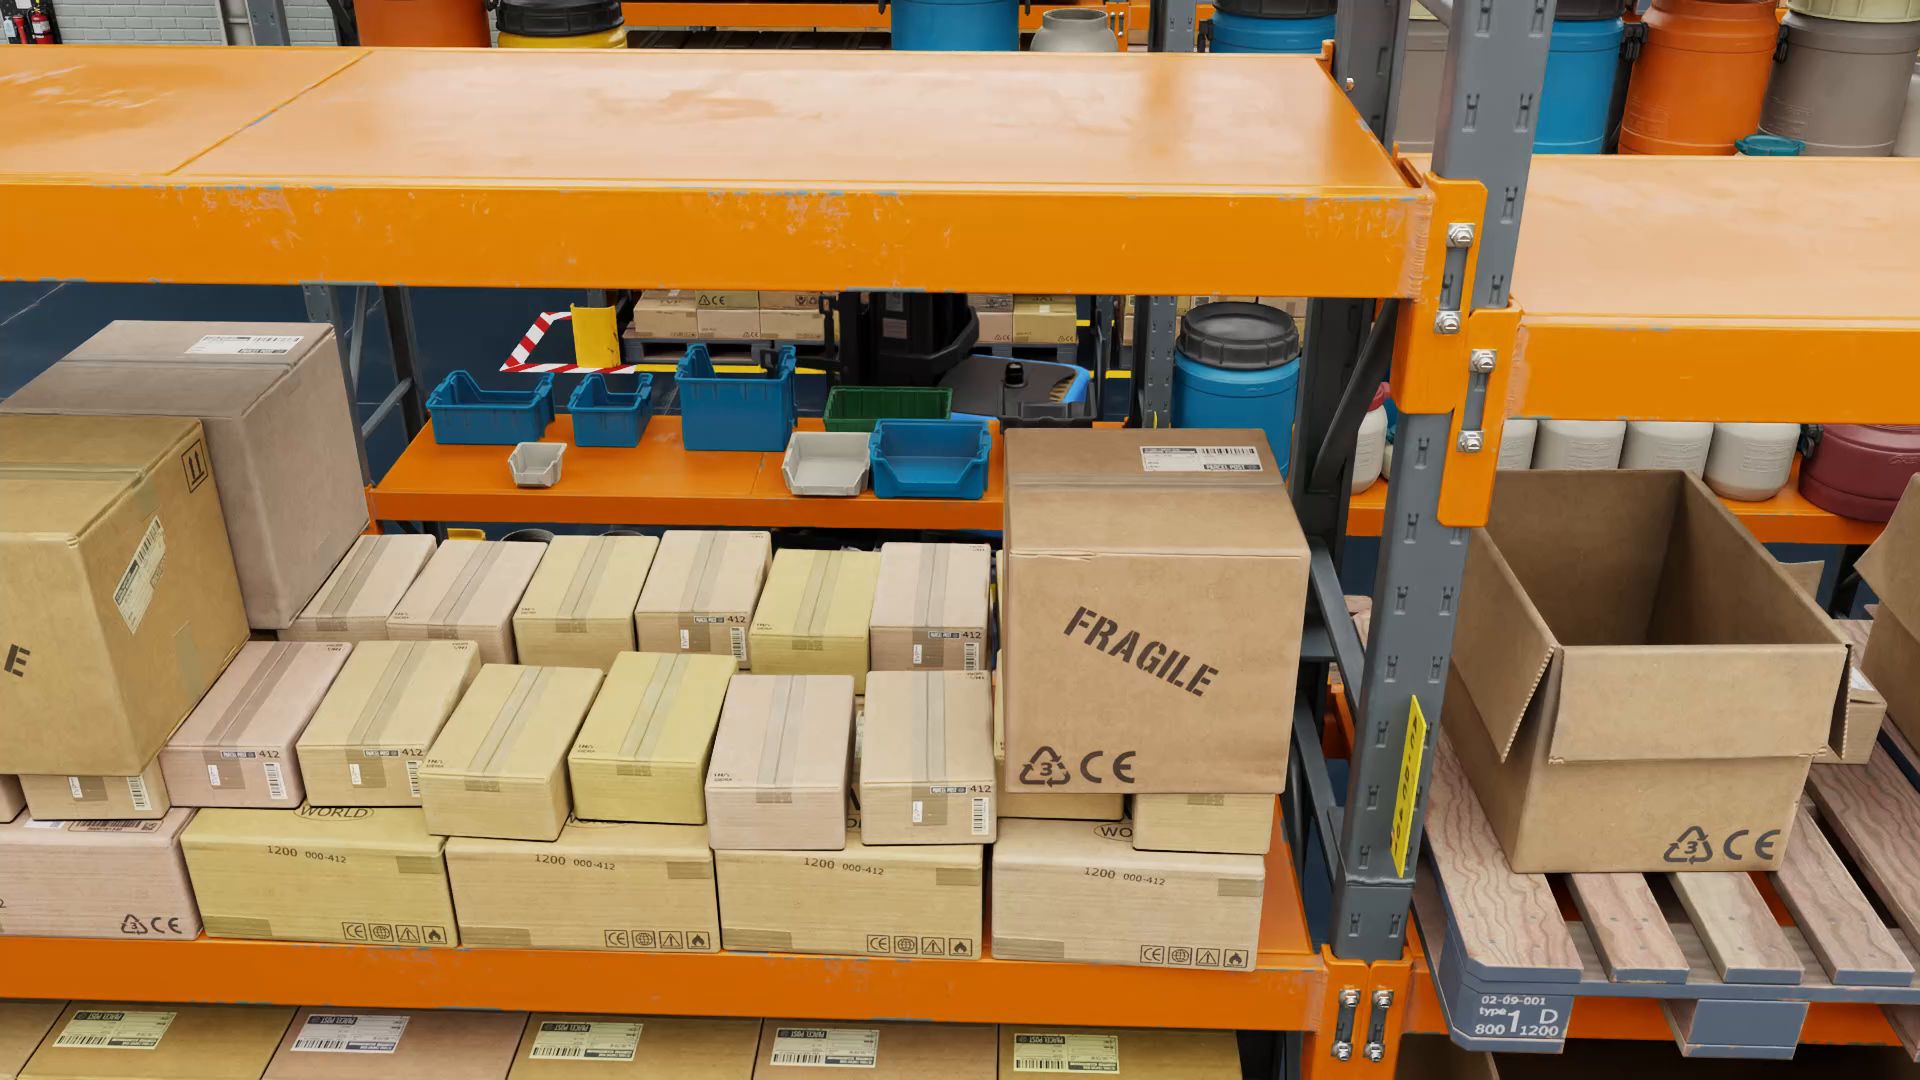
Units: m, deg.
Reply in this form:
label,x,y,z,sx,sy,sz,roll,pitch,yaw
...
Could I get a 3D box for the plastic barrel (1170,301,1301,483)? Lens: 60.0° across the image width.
label,x,y,z,sx,sy,sz,roll,pitch,yaw
plastic barrel,1.342,-0.661,8.184,0.708,0.901,0.600,1,28,2

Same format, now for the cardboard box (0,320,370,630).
label,x,y,z,sx,sy,sz,roll,pitch,yaw
cardboard box,-1.647,-0.150,3.595,0.500,0.500,0.500,1,28,2

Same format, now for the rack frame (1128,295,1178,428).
label,x,y,z,sx,sy,sz,roll,pitch,yaw
rack frame,0.967,-0.587,8.581,0.127,3.000,1.000,1,28,2

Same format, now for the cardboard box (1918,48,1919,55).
label,x,y,z,sx,sy,sz,roll,pitch,yaw
cardboard box,9.853,-5.208,16.978,0.700,0.700,0.980,1,28,3

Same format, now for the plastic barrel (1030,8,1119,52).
label,x,y,z,sx,sy,sz,roll,pitch,yaw
plastic barrel,0.543,-2.247,7.941,0.421,0.512,0.421,0,28,0

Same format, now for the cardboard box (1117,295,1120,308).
label,x,y,z,sx,sy,sz,roll,pitch,yaw
cardboard box,1.570,-2.005,13.743,0.500,0.250,0.500,1,28,1

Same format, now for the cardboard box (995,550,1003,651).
label,x,y,z,sx,sy,sz,roll,pitch,yaw
cardboard box,0.210,0.174,3.677,0.250,0.149,0.380,0,28,-1

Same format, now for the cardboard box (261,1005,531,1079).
label,x,y,z,sx,sy,sz,roll,pitch,yaw
cardboard box,-1.166,1.209,3.701,0.500,0.500,0.500,1,28,2

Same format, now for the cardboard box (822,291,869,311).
label,x,y,z,sx,sy,sz,roll,pitch,yaw
cardboard box,-0.825,-2.135,13.187,0.500,0.500,0.500,1,28,2

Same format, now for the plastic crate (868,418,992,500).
label,x,y,z,sx,sy,sz,roll,pitch,yaw
plastic crate,-0.149,-0.413,8.411,0.616,0.251,0.499,1,28,2

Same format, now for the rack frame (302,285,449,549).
label,x,y,z,sx,sy,sz,roll,pitch,yaw
rack frame,-3.031,-0.654,8.706,0.127,3.000,1.000,1,28,2

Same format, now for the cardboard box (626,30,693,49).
label,x,y,z,sx,sy,sz,roll,pitch,yaw
cardboard box,-2.333,-3.575,12.725,0.500,0.500,0.700,1,28,2

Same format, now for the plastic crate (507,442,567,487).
label,x,y,z,sx,sy,sz,roll,pitch,yaw
plastic crate,-2.148,-0.372,8.455,0.250,0.136,0.298,1,28,2

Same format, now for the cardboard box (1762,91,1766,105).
label,x,y,z,sx,sy,sz,roll,pitch,yaw
cardboard box,8.657,-4.278,17.390,0.750,0.750,0.750,1,28,2

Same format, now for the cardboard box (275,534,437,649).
label,x,y,z,sx,sy,sz,roll,pitch,yaw
cardboard box,-1.345,0.139,3.742,0.250,0.149,0.380,0,28,-1

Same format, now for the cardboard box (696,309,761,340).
label,x,y,z,sx,sy,sz,roll,pitch,yaw
cardboard box,-1.824,-1.823,13.400,0.500,0.250,0.500,1,28,2

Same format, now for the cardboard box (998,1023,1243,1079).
label,x,y,z,sx,sy,sz,roll,pitch,yaw
cardboard box,0.333,1.235,3.651,0.500,0.500,0.500,1,28,2

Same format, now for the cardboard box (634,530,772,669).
label,x,y,z,sx,sy,sz,roll,pitch,yaw
cardboard box,-0.571,0.130,3.759,0.250,0.149,0.380,0,28,1

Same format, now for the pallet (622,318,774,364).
label,x,y,z,sx,sy,sz,roll,pitch,yaw
pallet,-2.086,-1.747,13.746,1.213,0.211,1.003,1,28,2

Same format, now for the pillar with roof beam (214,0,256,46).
label,x,y,z,sx,sy,sz,roll,pitch,yaw
pillar with roof beam,-8.099,-6.419,13.176,0.400,9.000,9.100,1,28,2

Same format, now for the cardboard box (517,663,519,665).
label,x,y,z,sx,sy,sz,roll,pitch,yaw
cardboard box,-1.201,0.320,3.827,0.500,0.250,0.500,0,28,1

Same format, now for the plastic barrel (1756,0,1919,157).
label,x,y,z,sx,sy,sz,roll,pitch,yaw
plastic barrel,4.151,-2.183,7.854,0.600,0.901,0.600,0,28,0

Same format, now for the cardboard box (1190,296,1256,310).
label,x,y,z,sx,sy,sz,roll,pitch,yaw
cardboard box,2.050,-1.990,13.116,0.500,0.311,0.500,1,28,1

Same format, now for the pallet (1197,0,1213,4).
label,x,y,z,sx,sy,sz,roll,pitch,yaw
pallet,2.027,-4.138,12.281,1.217,0.209,0.805,0,28,0

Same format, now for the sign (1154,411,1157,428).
label,x,y,z,sx,sy,sz,roll,pitch,yaw
sign,0.936,-0.452,8.031,0.005,0.325,0.100,1,28,2

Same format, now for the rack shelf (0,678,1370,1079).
label,x,y,z,sx,sy,sz,roll,pitch,yaw
rack shelf,-1.207,0.690,3.736,4.000,0.370,1.077,1,28,2

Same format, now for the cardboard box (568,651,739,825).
label,x,y,z,sx,sy,sz,roll,pitch,yaw
cardboard box,-0.593,0.383,3.281,0.250,0.149,0.380,2,28,4

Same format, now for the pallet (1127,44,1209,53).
label,x,y,z,sx,sy,sz,roll,pitch,yaw
pallet,2.075,-5.059,17.221,1.213,0.211,1.003,1,28,2

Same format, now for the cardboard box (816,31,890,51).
label,x,y,z,sx,sy,sz,roll,pitch,yaw
cardboard box,-0.803,-3.553,12.682,0.500,0.500,0.700,1,28,2

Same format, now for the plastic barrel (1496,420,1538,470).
label,x,y,z,sx,sy,sz,roll,pitch,yaw
plastic barrel,2.648,-0.517,8.303,0.433,0.535,0.433,0,28,0

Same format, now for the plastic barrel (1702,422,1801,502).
label,x,y,z,sx,sy,sz,roll,pitch,yaw
plastic barrel,3.929,-0.488,8.274,0.421,0.512,0.421,0,28,0

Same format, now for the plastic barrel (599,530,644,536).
label,x,y,z,sx,sy,sz,roll,pitch,yaw
plastic barrel,-1.869,0.243,9.221,0.421,0.512,0.421,0,28,0

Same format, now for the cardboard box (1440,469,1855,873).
label,x,y,z,sx,sy,sz,roll,pitch,yaw
cardboard box,1.258,0.229,3.280,0.637,0.503,0.797,0,28,-1

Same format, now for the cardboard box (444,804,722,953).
label,x,y,z,sx,sy,sz,roll,pitch,yaw
cardboard box,-0.704,0.567,3.361,0.500,0.250,0.500,1,28,1

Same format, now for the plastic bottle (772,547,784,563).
label,x,y,z,sx,sy,sz,roll,pitch,yaw
plastic bottle,-1.062,0.171,9.581,0.133,0.283,0.061,2,28,3

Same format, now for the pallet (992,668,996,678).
label,x,y,z,sx,sy,sz,roll,pitch,yaw
pallet,0.297,0.614,9.292,1.213,0.211,1.003,1,28,2

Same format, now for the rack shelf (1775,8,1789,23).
label,x,y,z,sx,sy,sz,roll,pitch,yaw
rack shelf,7.142,-3.814,12.233,4.000,0.370,1.077,1,28,2

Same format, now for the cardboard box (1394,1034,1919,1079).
label,x,y,z,sx,sy,sz,roll,pitch,yaw
cardboard box,1.581,1.359,3.820,1.000,1.000,1.000,1,28,2

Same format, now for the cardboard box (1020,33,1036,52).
label,x,y,z,sx,sy,sz,roll,pitch,yaw
cardboard box,0.702,-3.528,12.636,0.500,0.500,0.700,1,28,2

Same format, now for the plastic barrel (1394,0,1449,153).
label,x,y,z,sx,sy,sz,roll,pitch,yaw
plastic barrel,2.136,-2.217,7.916,0.600,0.901,0.600,0,28,0

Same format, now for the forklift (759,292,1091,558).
label,x,y,z,sx,sy,sz,roll,pitch,yaw
forklift,-0.741,-1.419,10.222,3.031,2.935,1.130,8,29,15

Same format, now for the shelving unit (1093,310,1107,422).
label,x,y,z,sx,sy,sz,roll,pitch,yaw
shelving unit,1.361,-0.621,10.245,1.083,1.500,0.587,0,28,0

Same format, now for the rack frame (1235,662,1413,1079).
label,x,y,z,sx,sy,sz,roll,pitch,yaw
rack frame,0.792,1.731,4.208,0.127,3.000,1.000,1,28,2

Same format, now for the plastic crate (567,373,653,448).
label,x,y,z,sx,sy,sz,roll,pitch,yaw
plastic crate,-1.871,-0.706,8.964,0.408,0.251,0.499,1,28,2

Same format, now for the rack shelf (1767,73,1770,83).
label,x,y,z,sx,sy,sz,roll,pitch,yaw
rack shelf,7.313,-4.808,17.310,4.000,0.370,1.077,1,28,2

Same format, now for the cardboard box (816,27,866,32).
label,x,y,z,sx,sy,sz,roll,pitch,yaw
cardboard box,-1.205,-5.392,16.982,0.500,0.500,0.500,0,28,0

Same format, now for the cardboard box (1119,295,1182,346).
label,x,y,z,sx,sy,sz,roll,pitch,yaw
cardboard box,1.540,-1.754,13.269,0.500,0.250,0.500,0,28,1

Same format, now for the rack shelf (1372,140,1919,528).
label,x,y,z,sx,sy,sz,roll,pitch,yaw
rack shelf,2.791,-0.392,3.002,4.000,0.370,1.077,1,28,2

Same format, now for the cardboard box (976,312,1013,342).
label,x,y,z,sx,sy,sz,roll,pitch,yaw
cardboard box,0.175,-1.795,13.346,0.500,0.250,0.500,1,28,2

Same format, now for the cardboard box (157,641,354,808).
label,x,y,z,sx,sy,sz,roll,pitch,yaw
cardboard box,-1.389,0.362,3.321,0.250,0.149,0.380,1,28,1

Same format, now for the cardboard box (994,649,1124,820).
label,x,y,z,sx,sy,sz,roll,pitch,yaw
cardboard box,0.193,0.378,3.291,0.250,0.149,0.380,1,28,2
